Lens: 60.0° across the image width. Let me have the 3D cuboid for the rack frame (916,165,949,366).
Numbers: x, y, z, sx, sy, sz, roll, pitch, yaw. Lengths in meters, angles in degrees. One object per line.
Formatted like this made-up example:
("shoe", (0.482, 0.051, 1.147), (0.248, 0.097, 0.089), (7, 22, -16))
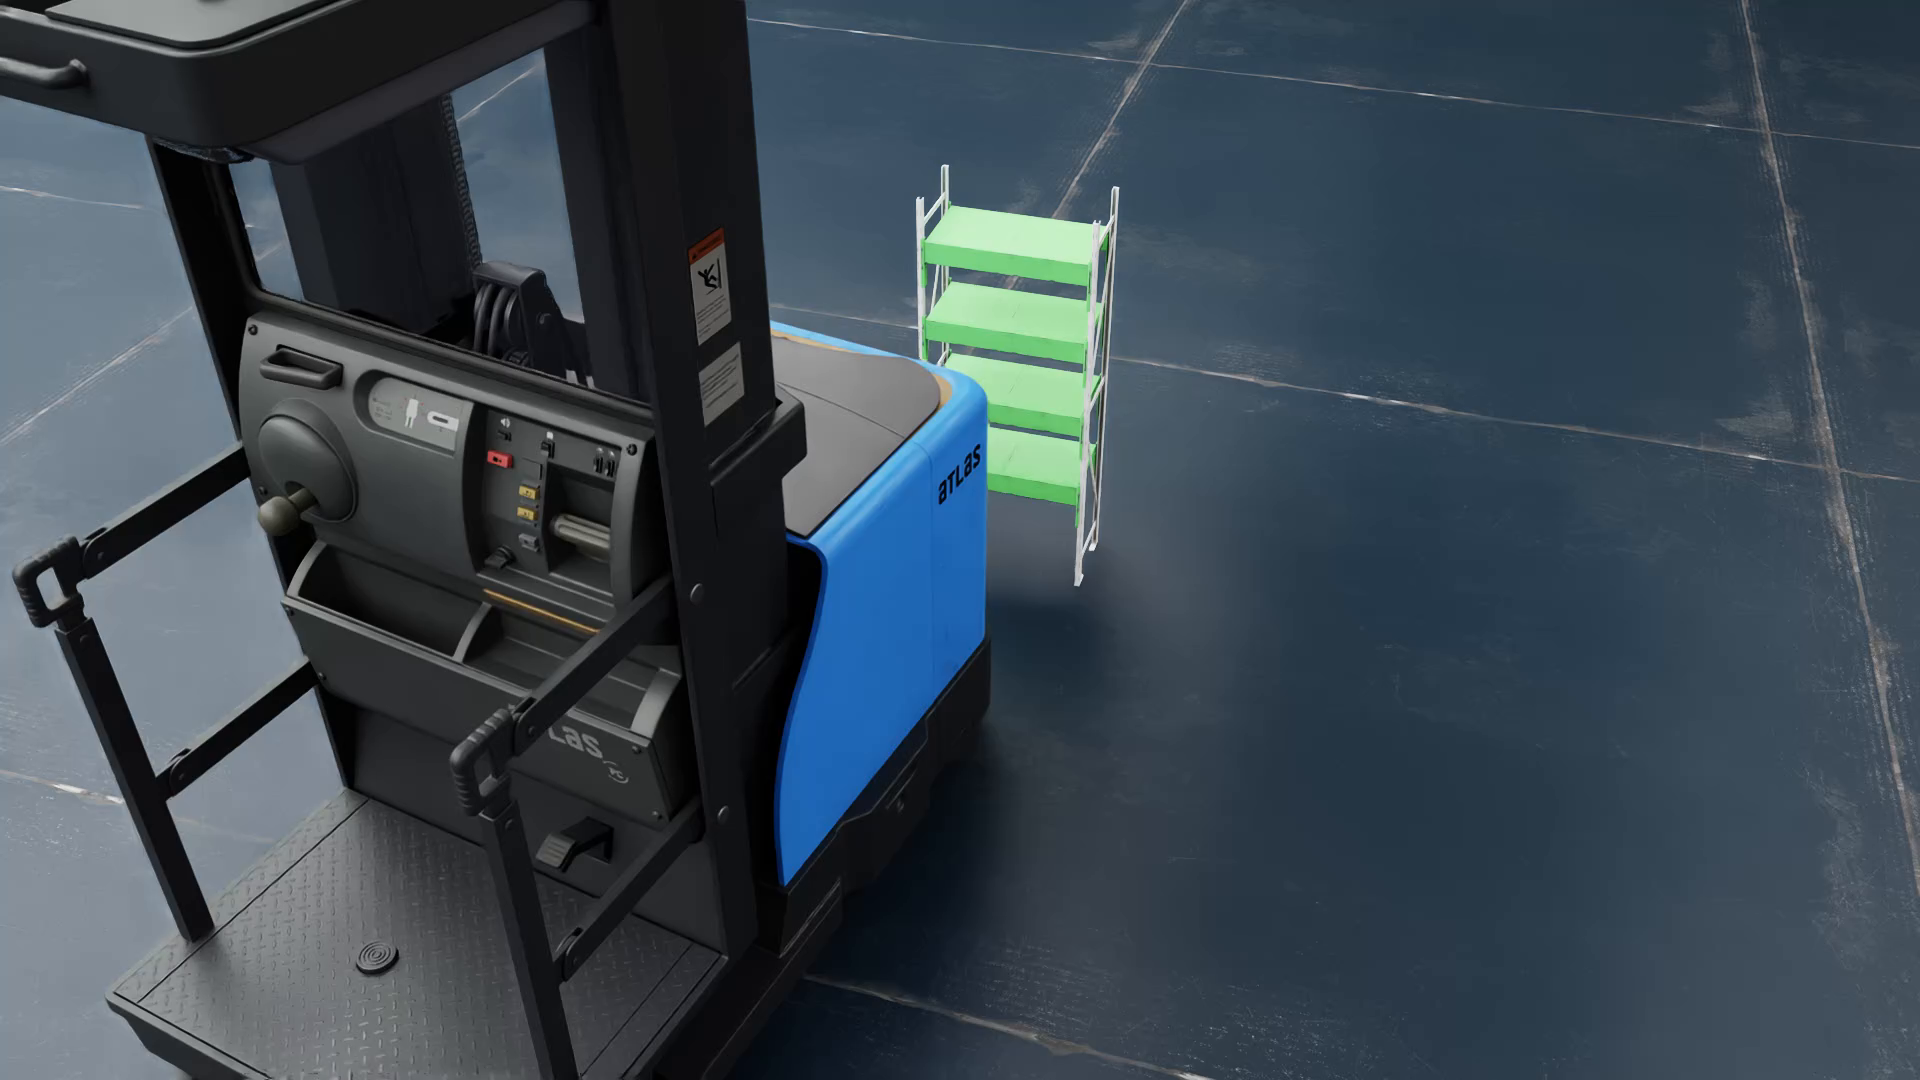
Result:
("rack frame", (-0.075, -0.497, 4.913), (0.015, 1.200, 0.240), (10, 38, 14))

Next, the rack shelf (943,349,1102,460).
("rack shelf", (0.158, -0.403, 4.892), (0.480, 0.148, 0.258), (10, 38, 14))

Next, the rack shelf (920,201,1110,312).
("rack shelf", (0.158, -0.789, 4.608), (0.480, 0.148, 0.258), (10, 38, 14))

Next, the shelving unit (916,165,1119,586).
("shelving unit", (0.158, -0.454, 4.855), (0.503, 1.200, 0.258), (10, 38, 14))

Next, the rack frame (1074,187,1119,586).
("rack frame", (0.391, -0.411, 4.796), (0.015, 1.200, 0.240), (10, 38, 14))

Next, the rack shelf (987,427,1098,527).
("rack shelf", (0.158, -0.209, 5.035), (0.480, 0.148, 0.258), (10, 38, 14))

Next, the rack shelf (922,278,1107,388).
("rack shelf", (0.158, -0.596, 4.750), (0.480, 0.148, 0.258), (10, 38, 14))

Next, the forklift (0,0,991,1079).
("forklift", (-1.052, -0.065, 2.866), (1.130, 2.935, 3.031), (17, 40, 22))
